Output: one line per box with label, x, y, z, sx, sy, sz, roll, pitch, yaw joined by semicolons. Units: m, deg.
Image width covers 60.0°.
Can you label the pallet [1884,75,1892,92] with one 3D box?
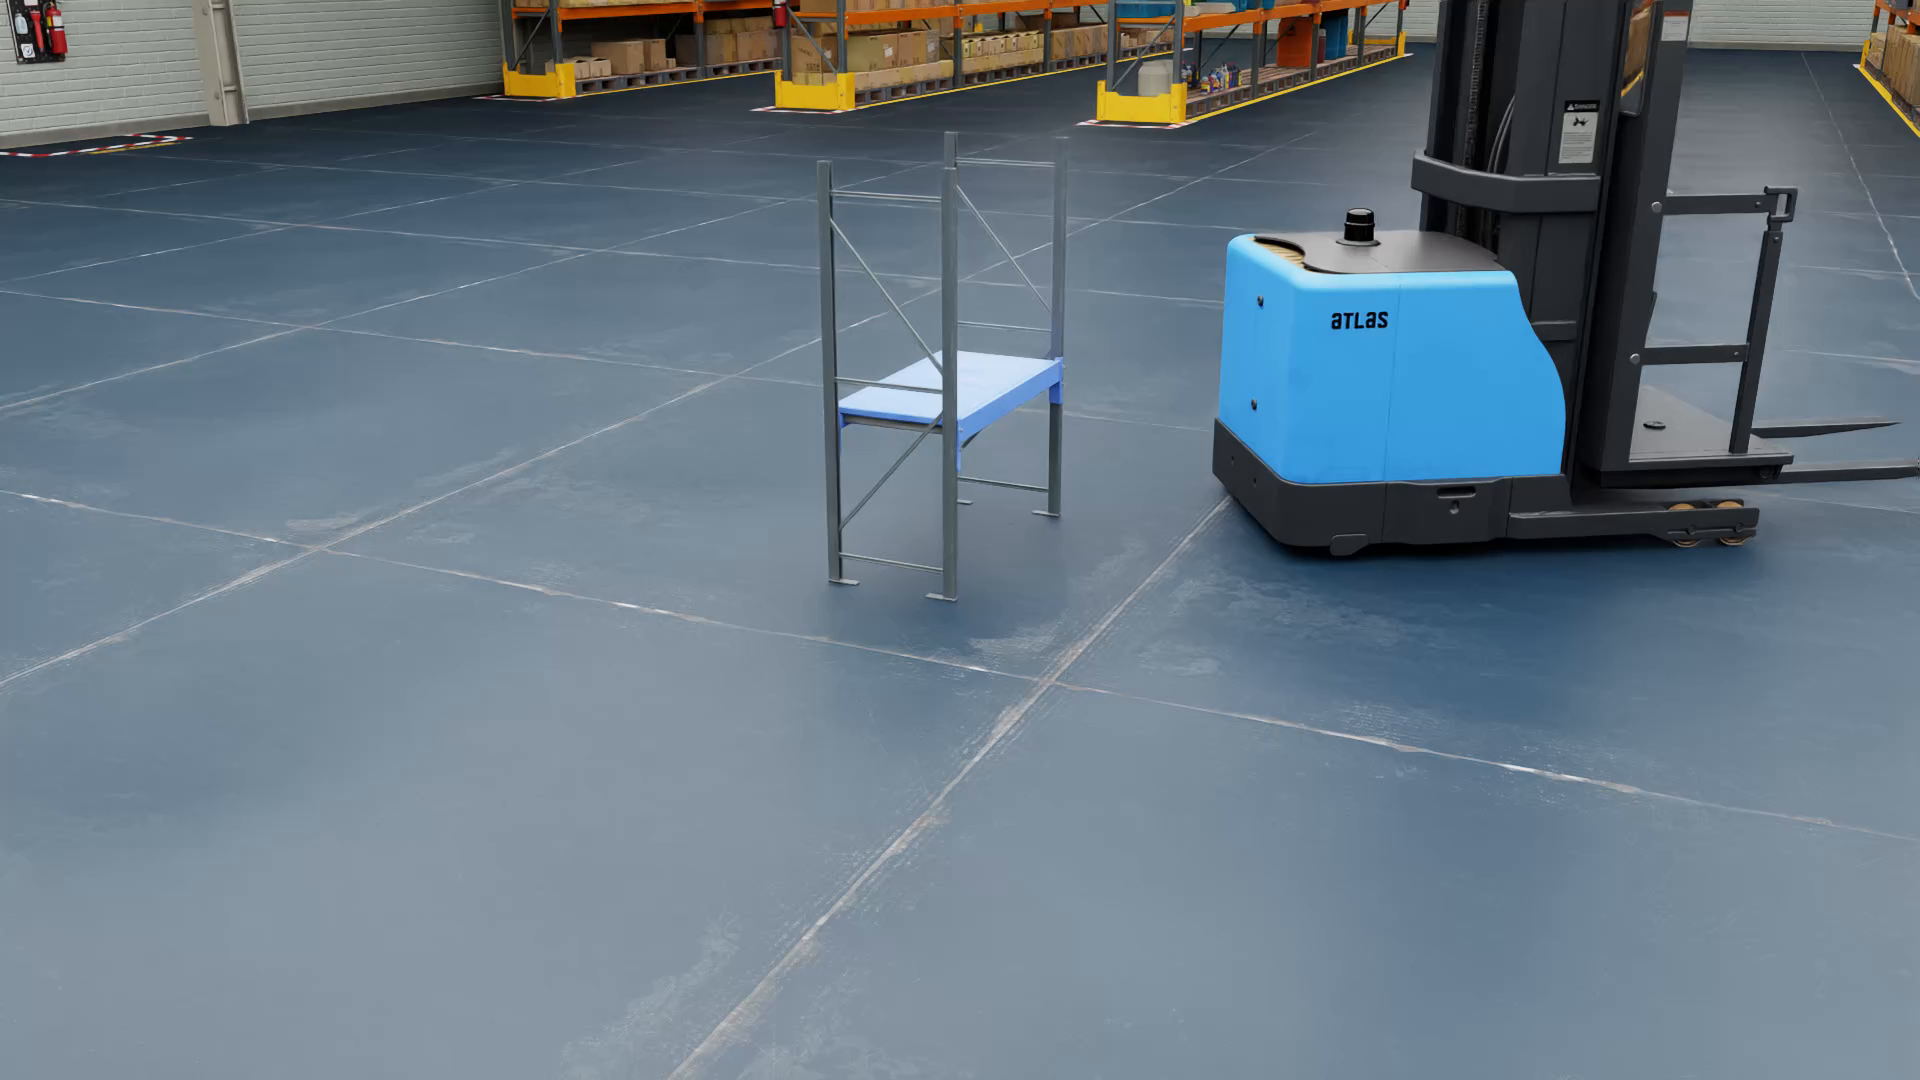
pallet;15.530;-7.350;26.820;1.003;0.211;1.213;9;21;23

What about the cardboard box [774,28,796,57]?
cardboard box;-3.580;-9.606;32.076;0.700;0.500;0.500;9;21;23

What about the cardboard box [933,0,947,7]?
cardboard box;-0.626;-8.813;26.623;0.700;0.500;0.500;8;21;21

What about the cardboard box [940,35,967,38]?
cardboard box;-0.132;-8.544;28.657;0.500;0.311;0.500;8;21;23

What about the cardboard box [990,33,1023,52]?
cardboard box;0.782;-8.784;29.331;0.500;0.311;0.500;8;21;22

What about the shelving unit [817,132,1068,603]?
shelving unit;-0.035;-0.681;6.144;0.538;1.500;1.048;9;21;23

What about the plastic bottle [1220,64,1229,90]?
plastic bottle;3.856;-6.787;24.372;0.144;0.351;0.185;8;21;22

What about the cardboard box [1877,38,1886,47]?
cardboard box;16.622;-8.880;29.702;0.380;0.149;0.250;7;21;20

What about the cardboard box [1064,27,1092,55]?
cardboard box;2.264;-9.728;32.420;0.500;0.500;0.500;8;21;21

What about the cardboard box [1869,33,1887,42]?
cardboard box;17.459;-9.520;31.501;0.380;0.149;0.250;8;21;20

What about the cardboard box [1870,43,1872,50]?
cardboard box;17.372;-9.293;31.306;0.380;0.149;0.250;8;21;22

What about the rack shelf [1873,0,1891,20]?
rack shelf;17.165;-9.548;29.914;1.077;0.370;4.000;9;21;23

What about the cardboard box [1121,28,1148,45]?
cardboard box;3.591;-10.954;35.862;0.797;0.503;0.637;9;21;23

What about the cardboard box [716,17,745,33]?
cardboard box;-4.297;-9.486;30.619;0.500;0.250;0.500;8;21;21

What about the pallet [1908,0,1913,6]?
pallet;15.481;-8.573;26.386;1.003;0.211;1.213;9;21;23

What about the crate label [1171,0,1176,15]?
crate label;2.937;-7.615;23.352;0.502;0.435;0.616;9;21;23

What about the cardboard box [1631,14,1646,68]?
cardboard box;11.253;-8.712;29.035;1.225;0.875;0.875;8;21;21

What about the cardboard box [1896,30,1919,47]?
cardboard box;14.946;-7.827;25.987;0.500;0.250;0.500;9;21;23

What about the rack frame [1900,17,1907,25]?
rack frame;17.981;-10.499;31.514;0.949;2.616;0.053;9;21;23

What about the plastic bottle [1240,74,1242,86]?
plastic bottle;4.204;-6.957;25.073;0.097;0.201;0.097;0;20;0

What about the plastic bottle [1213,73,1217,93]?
plastic bottle;3.638;-6.567;23.874;0.097;0.271;0.097;0;20;0

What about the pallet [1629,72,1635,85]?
pallet;11.117;-8.053;28.798;1.003;0.211;1.213;9;21;23

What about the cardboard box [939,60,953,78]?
cardboard box;-0.440;-7.633;26.931;0.500;0.250;0.500;9;21;23

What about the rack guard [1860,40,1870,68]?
rack guard;17.953;-9.298;31.867;1.175;0.500;0.348;9;21;23

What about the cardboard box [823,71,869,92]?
cardboard box;-1.665;-6.715;24.351;0.500;0.250;0.500;9;21;23

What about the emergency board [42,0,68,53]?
emergency board;-10.538;-6.028;19.358;0.183;0.685;0.291;9;21;23

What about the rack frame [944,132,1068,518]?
rack frame;0.173;-0.836;6.581;0.500;1.500;0.032;9;21;23

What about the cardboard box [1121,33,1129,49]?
cardboard box;3.195;-10.387;34.555;0.500;0.311;0.500;9;21;23

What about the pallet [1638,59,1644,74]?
pallet;12.245;-8.895;31.166;1.003;0.211;1.213;9;21;23

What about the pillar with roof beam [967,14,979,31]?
pillar with roof beam;4.187;-16.429;39.235;9.100;9.000;0.400;9;21;23

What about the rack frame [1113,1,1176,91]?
rack frame;2.433;-6.998;21.670;0.949;2.616;0.053;9;21;23

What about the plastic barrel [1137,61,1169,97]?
plastic barrel;2.630;-6.236;22.613;0.421;0.512;0.421;0;20;0

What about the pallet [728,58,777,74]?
pallet;-4.155;-8.879;31.121;1.003;0.211;1.213;9;21;23

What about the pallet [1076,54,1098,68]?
pallet;2.029;-9.406;32.602;1.003;0.211;1.213;9;21;23

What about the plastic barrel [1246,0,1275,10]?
plastic barrel;4.502;-8.534;25.241;0.600;0.901;0.708;9;21;23

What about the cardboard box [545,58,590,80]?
cardboard box;-6.243;-7.498;26.431;0.500;0.311;0.500;6;20;17

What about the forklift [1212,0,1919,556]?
forklift;2.629;-1.524;6.381;3.031;2.935;1.130;-3;20;-7

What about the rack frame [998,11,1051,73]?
rack frame;1.188;-10.125;30.462;1.000;3.000;0.127;9;21;23

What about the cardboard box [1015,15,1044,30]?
cardboard box;1.376;-9.844;31.626;0.500;0.250;0.500;9;22;25

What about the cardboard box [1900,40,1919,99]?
cardboard box;13.641;-6.465;22.901;1.050;0.750;0.750;9;21;23

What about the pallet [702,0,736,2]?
pallet;-4.525;-9.704;29.565;1.003;0.211;1.213;9;21;23

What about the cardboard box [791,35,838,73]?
cardboard box;-2.140;-7.140;24.426;0.500;0.500;0.500;9;21;23

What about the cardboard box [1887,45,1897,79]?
cardboard box;15.157;-7.632;26.557;0.500;0.500;0.500;8;21;20

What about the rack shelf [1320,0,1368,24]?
rack shelf;6.525;-9.717;30.388;1.077;0.370;4.000;9;21;23

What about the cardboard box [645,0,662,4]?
cardboard box;-5.291;-9.026;27.566;0.500;0.250;0.500;8;21;22

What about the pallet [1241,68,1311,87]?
pallet;5.353;-7.899;28.364;1.003;0.211;1.213;9;21;23

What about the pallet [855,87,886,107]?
pallet;-1.813;-6.605;24.726;1.003;0.211;1.213;9;21;23

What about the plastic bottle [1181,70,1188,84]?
plastic bottle;3.253;-6.755;24.395;0.152;0.276;0.135;9;21;23

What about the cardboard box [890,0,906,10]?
cardboard box;-1.253;-8.341;25.297;0.721;0.500;0.530;10;22;27

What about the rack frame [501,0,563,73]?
rack frame;-6.609;-8.358;25.494;1.000;3.000;0.127;9;21;23
